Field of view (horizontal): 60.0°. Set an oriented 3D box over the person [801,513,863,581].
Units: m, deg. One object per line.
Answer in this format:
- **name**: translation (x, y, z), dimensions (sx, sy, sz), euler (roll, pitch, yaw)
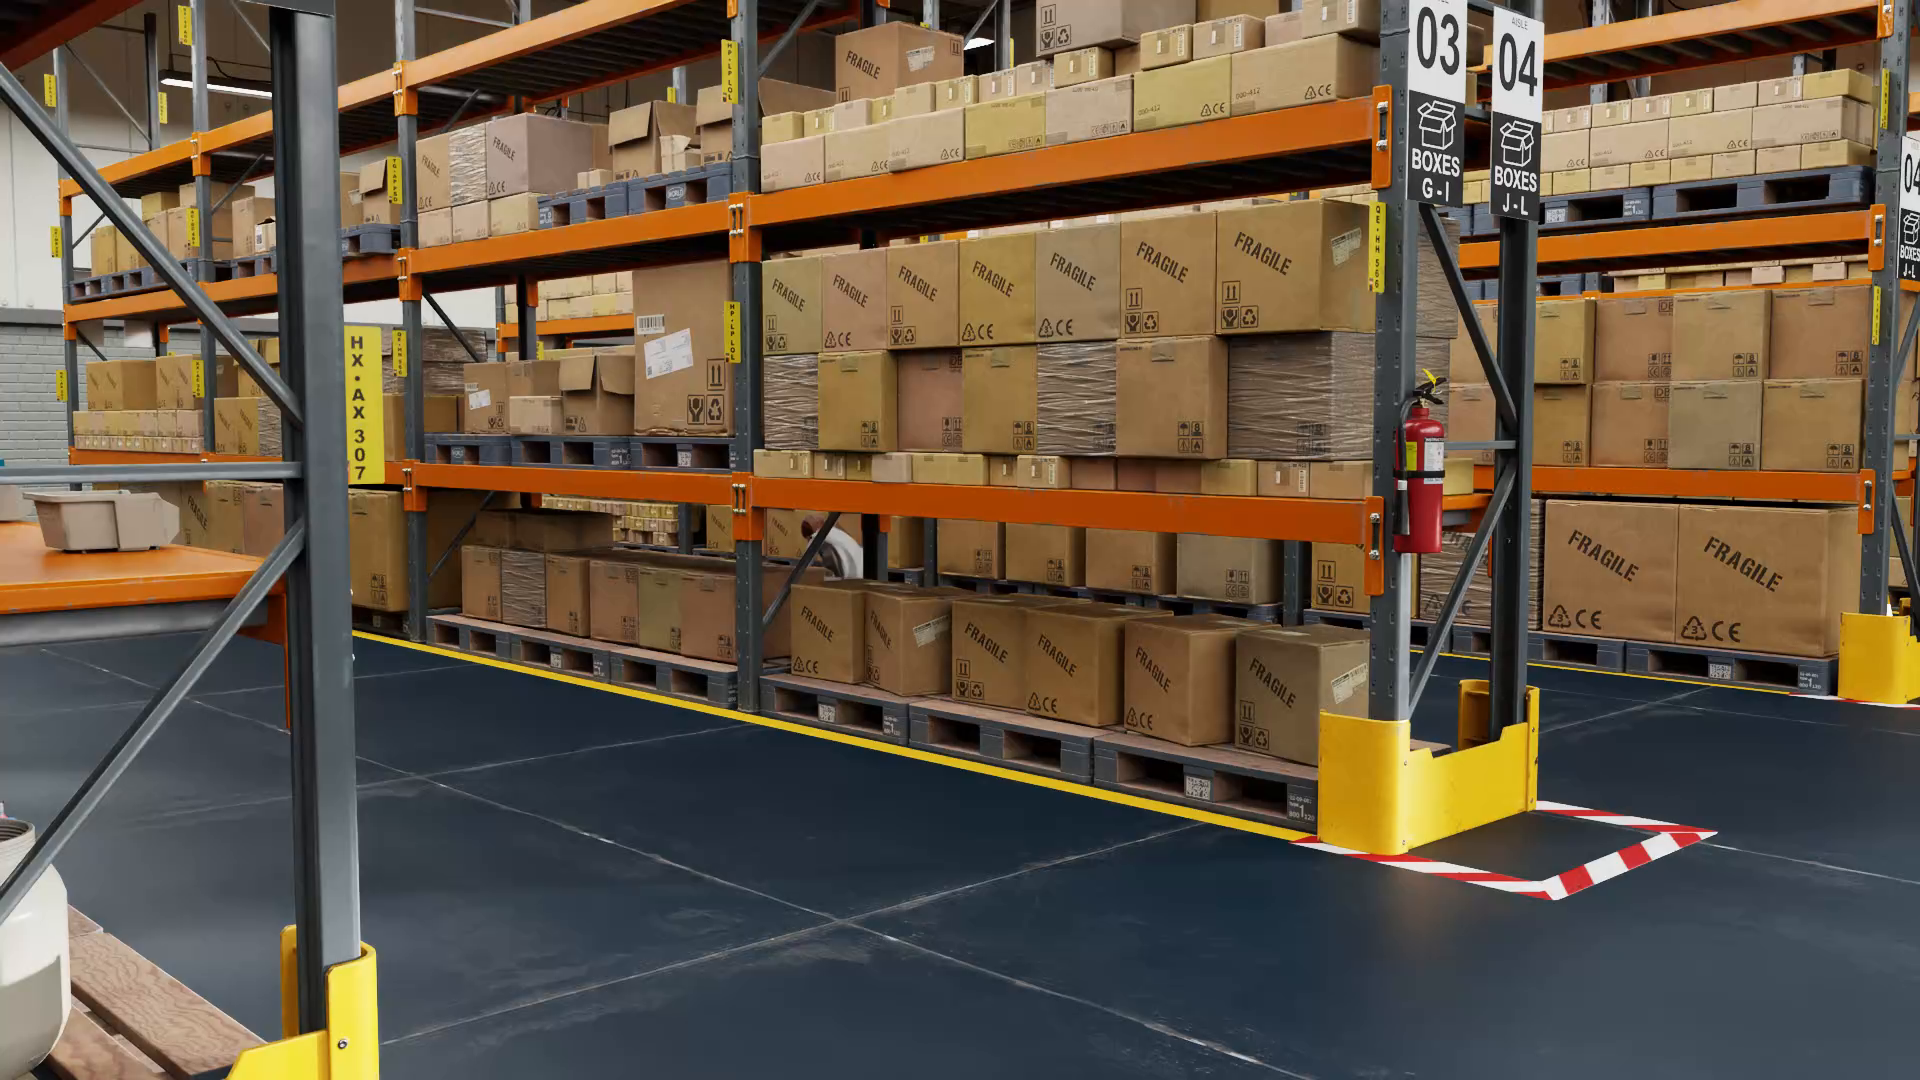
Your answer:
- **person**: translation (-0.954, 0.222, 12.784), dimensions (0.437, 0.809, 0.806), euler (-4, 6, -44)
